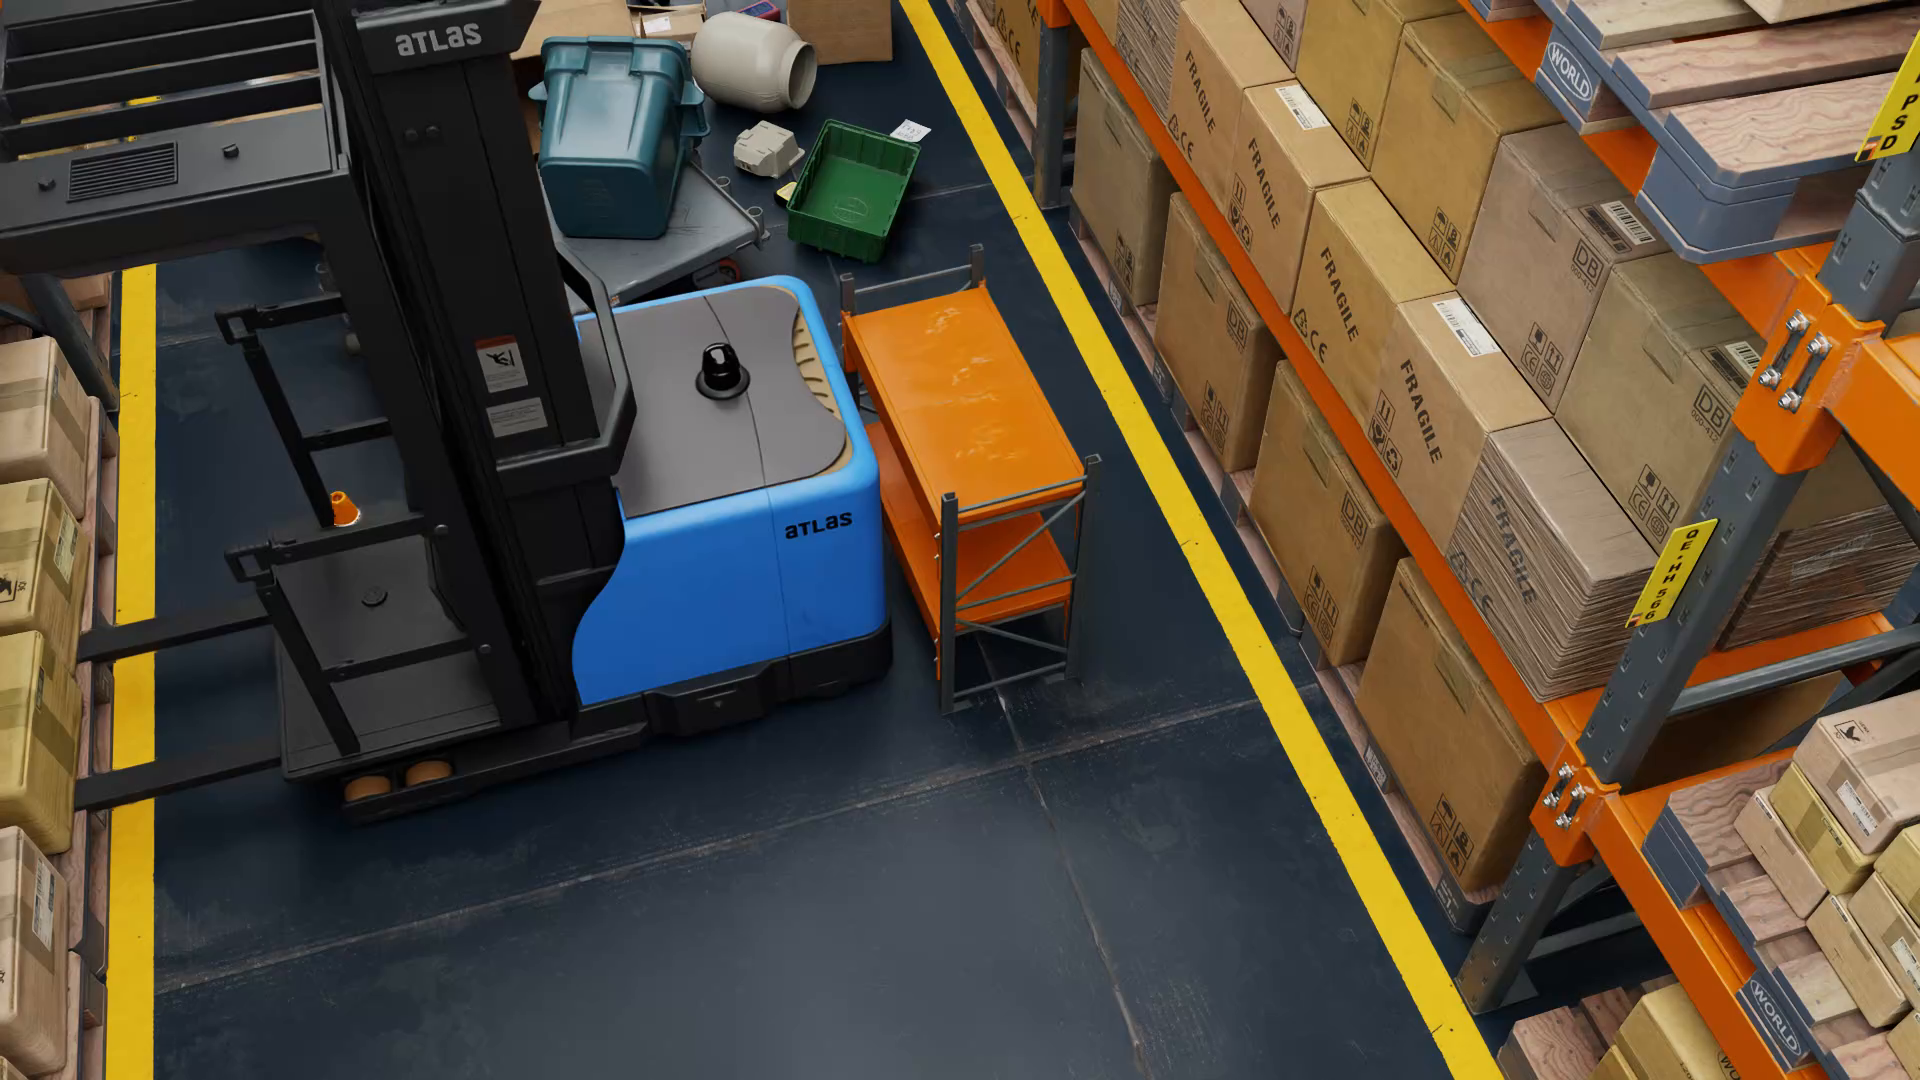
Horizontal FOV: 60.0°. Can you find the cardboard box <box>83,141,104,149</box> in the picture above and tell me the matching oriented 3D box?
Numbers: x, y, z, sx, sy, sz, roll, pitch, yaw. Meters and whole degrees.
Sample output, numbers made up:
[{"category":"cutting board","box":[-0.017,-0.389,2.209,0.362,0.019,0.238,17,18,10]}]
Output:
[{"category":"cardboard box","box":[-3.956,-1.538,7.108,0.500,0.250,0.500,-11,51,-9]}]

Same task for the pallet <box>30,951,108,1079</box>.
[{"category":"pallet","box":[-2.918,1.840,4.561,1.003,0.211,1.213,-13,51,-11]}]

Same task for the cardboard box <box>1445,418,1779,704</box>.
[{"category":"cardboard box","box":[1.621,0.019,4.207,0.500,0.500,0.500,-13,51,-11]}]

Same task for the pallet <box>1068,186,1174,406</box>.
[{"category":"pallet","box":[1.128,-1.157,7.087,1.003,0.211,1.213,-13,51,-11]}]

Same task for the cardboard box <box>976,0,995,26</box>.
[{"category":"cardboard box","box":[0.438,-3.186,8.089,0.875,0.875,0.875,-13,51,-11]}]

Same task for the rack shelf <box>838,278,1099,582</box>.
[{"category":"rack shelf","box":[0.009,-0.383,5.441,0.538,0.278,1.000,-15,52,-13]}]

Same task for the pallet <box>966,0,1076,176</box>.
[{"category":"pallet","box":[0.677,-2.277,8.031,1.003,0.211,1.213,-13,51,-11]}]

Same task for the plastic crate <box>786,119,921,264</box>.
[{"category":"plastic crate","box":[-0.475,-1.545,7.392,0.450,0.188,0.662,16,51,0]}]

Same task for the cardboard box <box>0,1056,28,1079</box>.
[{"category":"cardboard box","box":[-2.846,1.809,4.207,0.950,0.372,0.625,-16,52,-13]}]

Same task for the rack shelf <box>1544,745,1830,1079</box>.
[{"category":"rack shelf","box":[2.602,2.012,3.063,1.077,0.370,4.000,-13,51,-11]}]

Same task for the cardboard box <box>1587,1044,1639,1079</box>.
[{"category":"cardboard box","box":[1.976,1.564,4.330,0.500,0.500,0.500,-15,52,-13]}]

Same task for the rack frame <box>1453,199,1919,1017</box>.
[{"category":"rack frame","box":[2.011,0.319,4.019,1.000,3.000,0.127,-13,51,-11]}]

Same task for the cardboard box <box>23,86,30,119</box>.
[{"category":"cardboard box","box":[-3.767,-1.706,6.335,0.380,0.149,0.250,-13,51,-10]}]

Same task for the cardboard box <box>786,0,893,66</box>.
[{"category":"cardboard box","box":[-0.612,-2.699,8.197,0.500,0.500,0.500,-6,50,-5]}]

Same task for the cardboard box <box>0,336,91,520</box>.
[{"category":"cardboard box","box":[-3.714,-0.315,5.998,0.950,0.372,0.625,-13,51,-11]}]

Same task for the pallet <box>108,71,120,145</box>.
[{"category":"pallet","box":[-4.468,-1.886,7.702,1.003,0.211,1.213,-13,51,-11]}]

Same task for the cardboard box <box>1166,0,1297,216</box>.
[{"category":"cardboard box","box":[1.021,-1.455,5.450,0.500,0.500,0.500,-14,51,-11]}]

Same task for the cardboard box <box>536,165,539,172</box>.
[{"category":"cardboard box","box":[-2.062,-1.608,7.432,0.396,0.266,0.258,26,55,20]}]

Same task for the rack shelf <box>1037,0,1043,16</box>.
[{"category":"rack shelf","box":[0.236,-3.831,7.988,1.077,0.370,4.000,-13,51,-11]}]

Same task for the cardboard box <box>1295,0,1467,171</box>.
[{"category":"cardboard box","box":[1.431,-1.482,4.818,0.700,0.500,0.500,-14,51,-11]}]

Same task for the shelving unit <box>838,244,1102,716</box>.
[{"category":"shelving unit","box":[0.004,-0.196,5.666,0.538,1.125,1.048,-15,52,-13]}]

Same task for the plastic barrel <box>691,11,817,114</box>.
[{"category":"plastic barrel","box":[-0.973,-2.254,7.873,0.512,0.421,0.421,18,52,14]}]

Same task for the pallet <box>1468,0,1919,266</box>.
[{"category":"pallet","box":[1.769,-1.045,3.331,1.213,0.211,1.003,-11,51,-9]}]

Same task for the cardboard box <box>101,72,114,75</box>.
[{"category":"cardboard box","box":[-4.252,-2.289,7.742,0.500,0.250,0.500,-15,51,-12]}]

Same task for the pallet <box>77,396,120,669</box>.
[{"category":"pallet","box":[-3.639,0.058,6.063,1.003,0.211,1.213,-13,51,-11]}]

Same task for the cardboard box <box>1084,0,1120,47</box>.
[{"category":"cardboard box","box":[0.726,-2.190,6.069,0.500,0.500,0.500,-13,51,-11]}]

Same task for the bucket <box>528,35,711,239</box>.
[{"category":"bucket","box":[-1.415,-1.615,6.797,0.726,0.611,0.620,2,60,2]}]

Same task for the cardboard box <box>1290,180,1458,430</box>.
[{"category":"cardboard box","box":[1.327,-0.711,4.822,0.500,0.500,0.500,-14,51,-12]}]

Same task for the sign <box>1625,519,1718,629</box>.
[{"category":"sign","box":[1.481,0.074,3.469,0.100,0.325,0.005,-13,51,-11]}]

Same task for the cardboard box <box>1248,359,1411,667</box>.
[{"category":"cardboard box","box":[1.655,-0.194,5.648,1.050,0.750,0.750,-13,51,-10]}]

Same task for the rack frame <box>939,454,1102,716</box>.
[{"category":"rack frame","box":[0.176,0.174,5.363,0.500,1.125,0.032,-15,52,-13]}]

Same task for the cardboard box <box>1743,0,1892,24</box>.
[{"category":"cardboard box","box":[1.623,-1.128,3.090,0.380,0.166,0.250,-13,51,-11]}]

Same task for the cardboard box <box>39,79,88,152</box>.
[{"category":"cardboard box","box":[-3.957,-1.780,6.822,0.500,0.500,0.500,-11,51,-10]}]

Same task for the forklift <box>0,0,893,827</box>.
[{"category":"forklift","box":[-1.809,-0.475,4.733,3.031,2.935,1.130,-14,51,-11]}]

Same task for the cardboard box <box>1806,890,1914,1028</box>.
[{"category":"cardboard box","box":[2.029,0.833,3.475,0.380,0.149,0.250,-11,51,-9]}]

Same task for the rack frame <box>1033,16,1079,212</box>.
[{"category":"rack frame","box":[0.828,-2.602,6.482,1.000,3.000,0.127,-13,51,-11]}]

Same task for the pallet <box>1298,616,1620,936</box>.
[{"category":"pallet","box":[1.849,0.625,5.585,1.003,0.211,1.213,-13,51,-11]}]

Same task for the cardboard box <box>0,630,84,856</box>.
[{"category":"cardboard box","box":[-3.291,0.717,5.128,0.950,0.372,0.625,-12,51,-10]}]

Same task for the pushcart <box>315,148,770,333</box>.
[{"category":"pushcart","box":[-1.708,-1.116,6.944,1.648,0.377,0.936,-30,56,-23]}]

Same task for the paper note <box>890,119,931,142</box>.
[{"category":"paper note","box":[-0.236,-1.932,7.858,0.142,0.020,0.147,26,55,20]}]

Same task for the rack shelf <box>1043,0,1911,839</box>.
[{"category":"rack shelf","box":[1.419,-0.910,5.526,1.077,0.370,4.000,-13,51,-11]}]

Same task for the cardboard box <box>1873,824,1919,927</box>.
[{"category":"cardboard box","box":[2.044,0.650,3.241,0.380,0.149,0.250,-15,51,-12]}]

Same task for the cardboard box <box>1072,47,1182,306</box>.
[{"category":"cardboard box","box":[1.097,-1.580,6.816,1.050,0.750,0.750,-14,51,-11]}]

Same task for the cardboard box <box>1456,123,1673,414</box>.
[{"category":"cardboard box","box":[1.736,-0.735,4.188,0.700,0.500,0.500,-14,51,-12]}]

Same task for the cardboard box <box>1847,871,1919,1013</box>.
[{"category":"cardboard box","box":[2.044,0.765,3.338,0.380,0.149,0.250,-11,51,-9]}]

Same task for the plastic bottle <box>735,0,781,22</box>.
[{"category":"plastic bottle","box":[-1.064,-2.648,8.443,0.283,0.061,0.133,-30,56,-23]}]
